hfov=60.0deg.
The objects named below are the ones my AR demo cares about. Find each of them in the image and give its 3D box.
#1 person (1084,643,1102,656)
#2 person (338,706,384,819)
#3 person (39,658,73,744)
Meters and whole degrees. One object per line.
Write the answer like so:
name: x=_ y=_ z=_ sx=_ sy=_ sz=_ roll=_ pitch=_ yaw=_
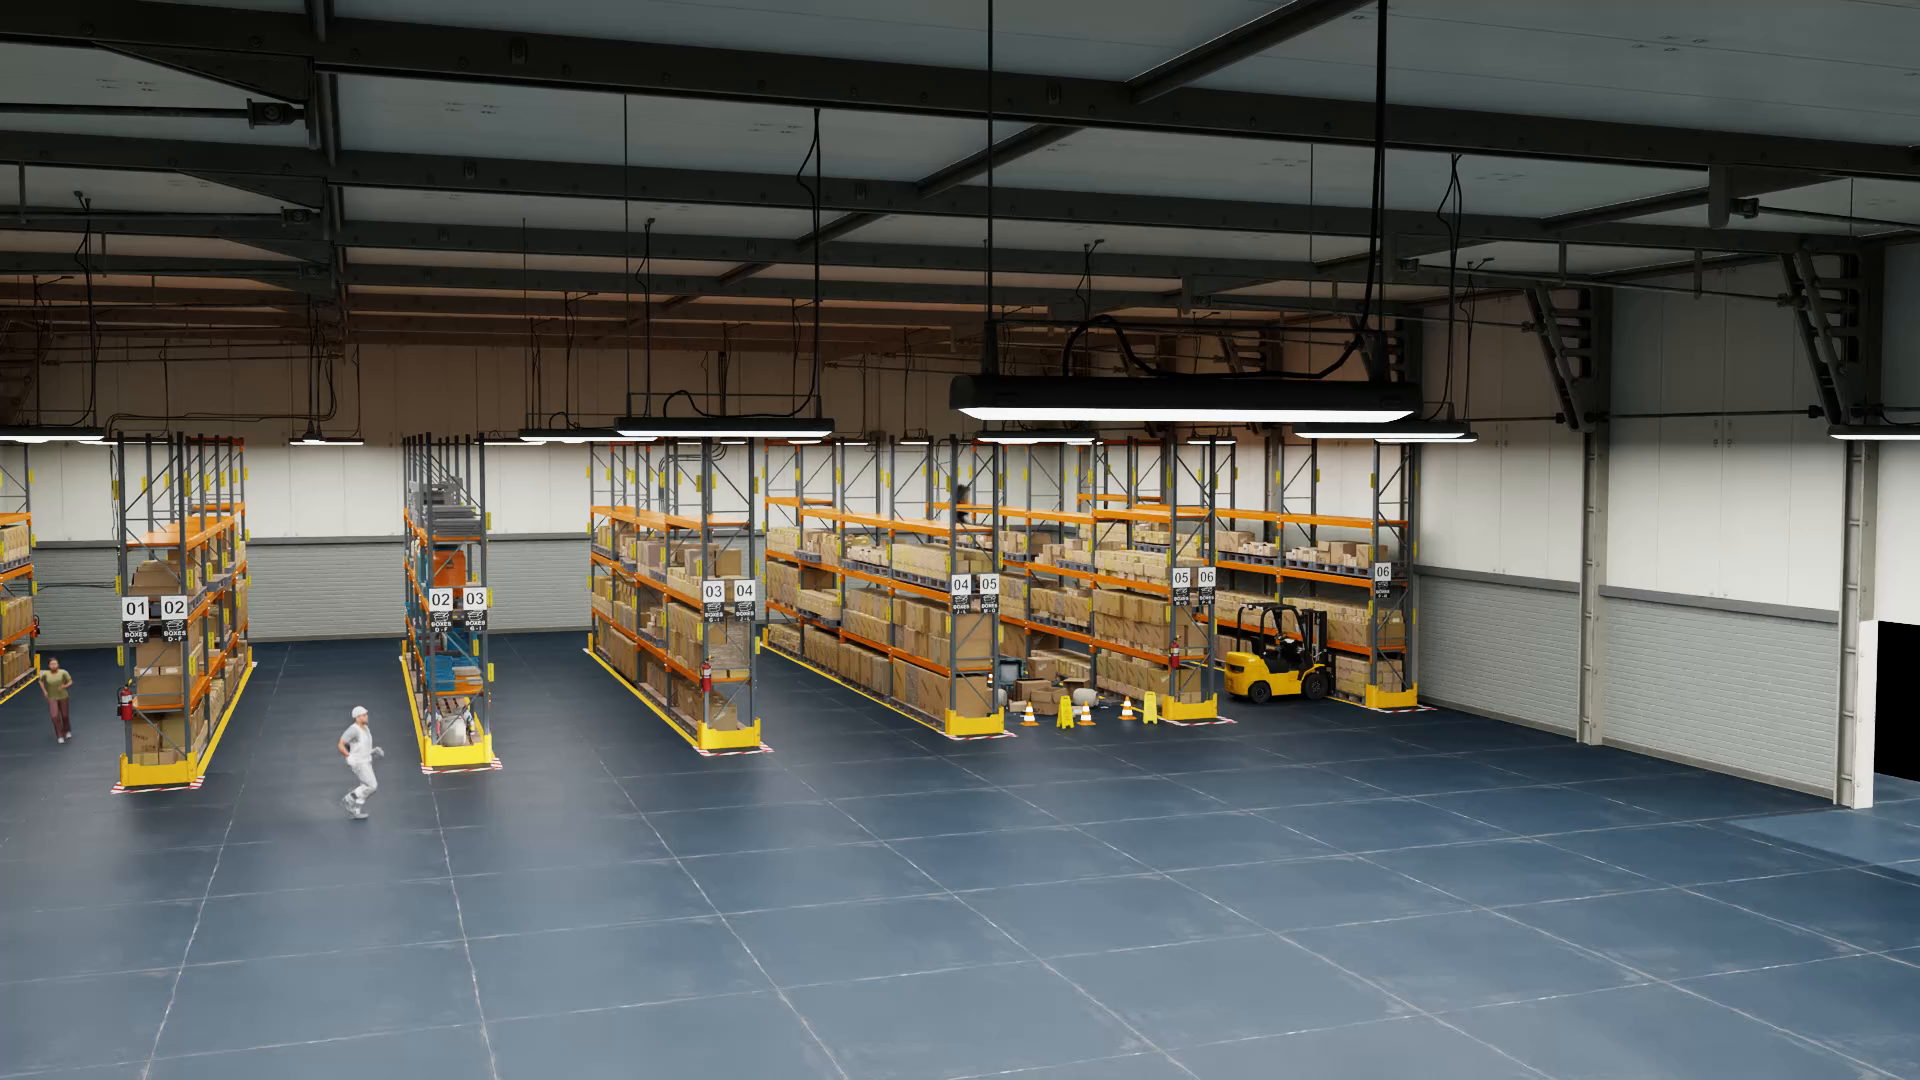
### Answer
person: x=3.477 y=2.412 z=44.108 sx=0.656 sy=1.761 sz=0.684 roll=-1 pitch=3 yaw=-17
person: x=-9.187 y=3.431 z=25.591 sx=0.590 sy=1.739 sz=0.660 roll=0 pitch=3 yaw=3
person: x=-17.534 y=3.091 z=32.281 sx=0.578 sy=1.640 sz=0.859 roll=-2 pitch=4 yaw=-29
